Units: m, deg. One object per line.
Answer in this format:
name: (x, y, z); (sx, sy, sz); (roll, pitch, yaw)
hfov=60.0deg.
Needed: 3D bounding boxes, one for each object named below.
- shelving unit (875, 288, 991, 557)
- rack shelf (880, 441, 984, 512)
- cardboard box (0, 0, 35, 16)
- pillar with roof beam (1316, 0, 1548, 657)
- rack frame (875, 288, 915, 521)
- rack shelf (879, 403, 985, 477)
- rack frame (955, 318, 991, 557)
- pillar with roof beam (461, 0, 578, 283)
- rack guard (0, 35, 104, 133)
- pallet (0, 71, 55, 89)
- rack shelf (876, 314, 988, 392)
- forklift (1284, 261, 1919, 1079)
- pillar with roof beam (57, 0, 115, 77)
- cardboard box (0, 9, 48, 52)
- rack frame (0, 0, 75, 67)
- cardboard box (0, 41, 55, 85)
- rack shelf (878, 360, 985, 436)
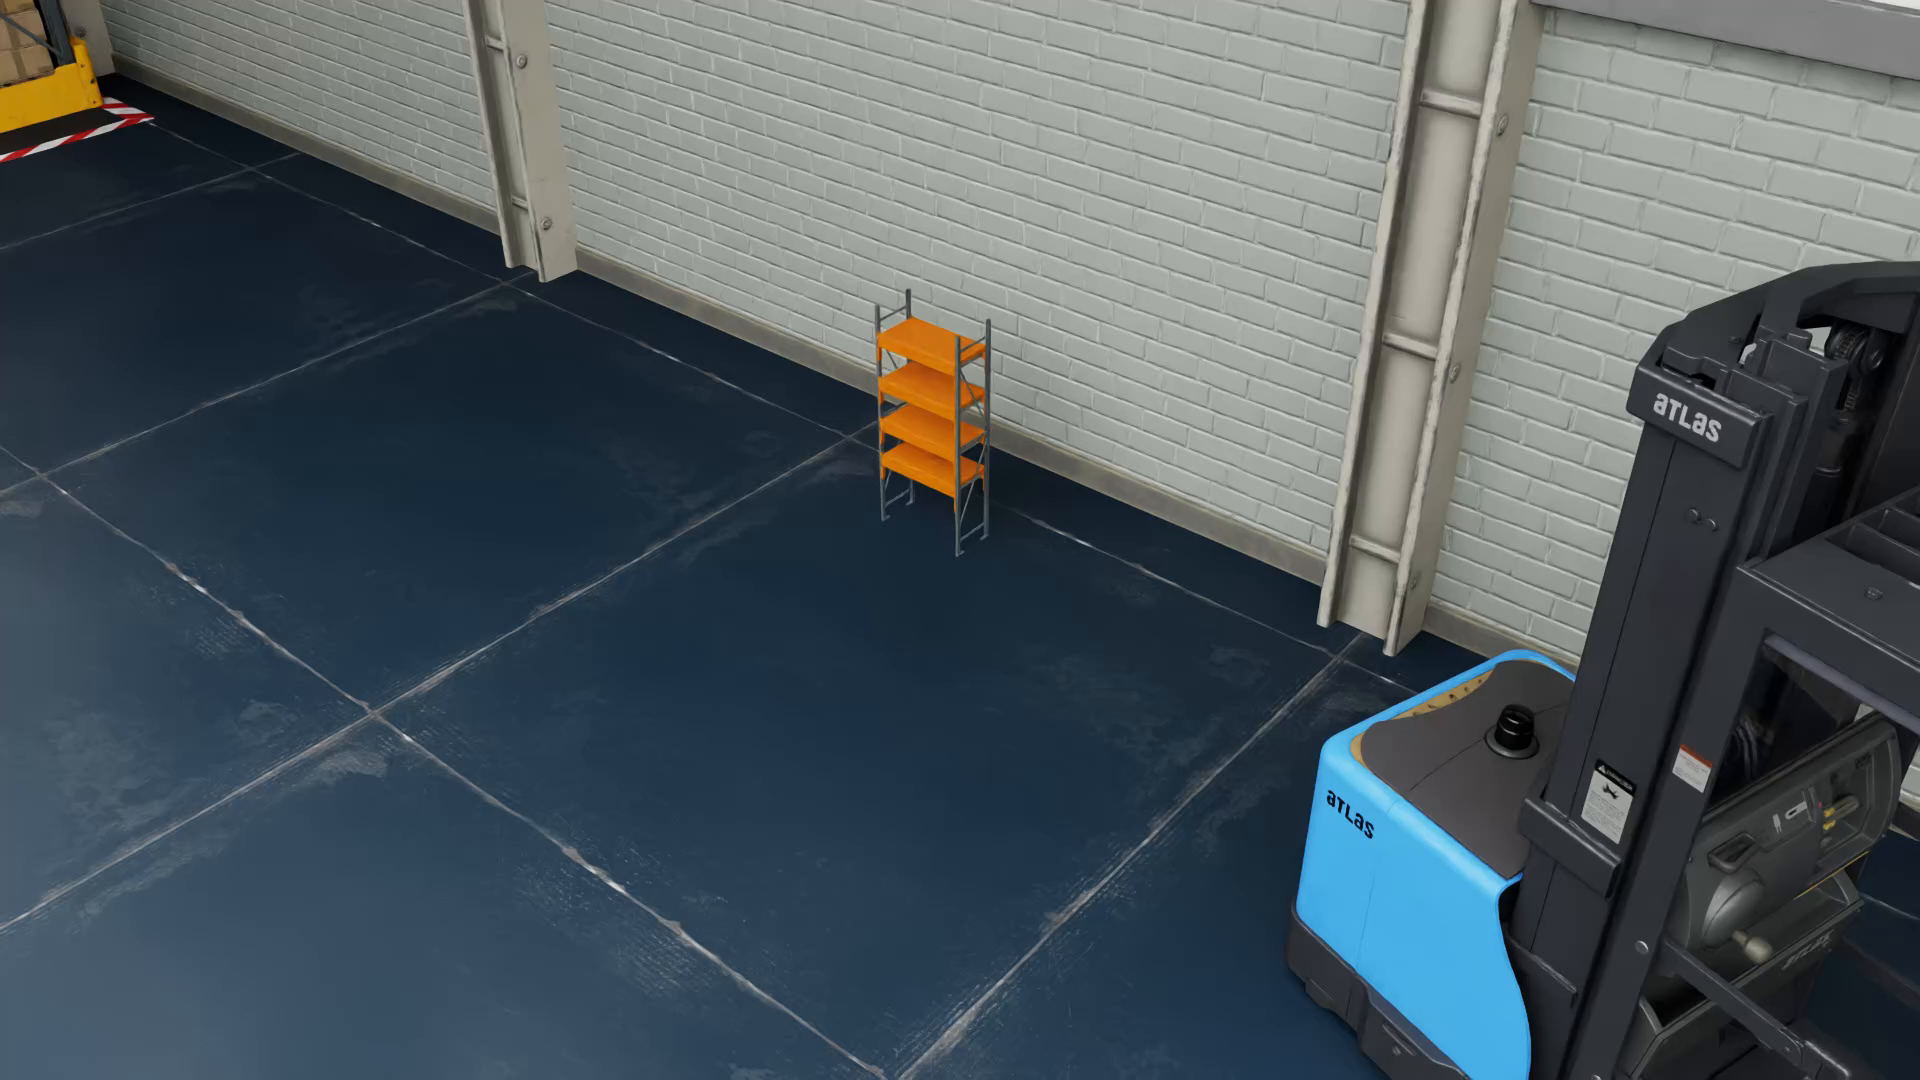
shelving unit: (-0.127, -0.555, 7.998); (0.503, 1.200, 0.258); (25, 42, 32)
rack shelf: (-0.127, -0.335, 8.148); (0.480, 0.148, 0.258); (25, 42, 32)
cardboard box: (-7.616, -4.257, 12.973); (0.500, 0.250, 0.500); (25, 41, 31)
pillar with roof beam: (-0.859, -1.446, 2.407); (0.400, 9.000, 9.100); (25, 42, 32)
rack frame: (-0.315, -0.643, 8.126); (0.015, 1.200, 0.240); (25, 42, 32)
rack shelf: (-0.127, -0.499, 8.036); (0.480, 0.148, 0.258); (25, 42, 32)
rack frame: (0.060, -0.466, 7.869); (0.015, 1.200, 0.240); (25, 42, 32)
pillar with roof beam: (-5.470, -3.619, 5.571); (0.400, 9.000, 9.100); (25, 42, 32)
rack guard: (-7.350, -3.509, 12.918); (0.348, 0.500, 1.175); (25, 42, 32)
pallet: (-7.983, -3.658, 13.390); (1.213, 0.211, 1.003); (25, 42, 32)
rack shelf: (-0.127, -0.878, 7.775); (0.480, 0.148, 0.258); (25, 42, 32)
forklift: (2.379, 0.885, 4.372); (1.130, 2.935, 3.031); (-20, 39, -26)
pillar with roof beam: (-10.081, -5.793, 8.736); (0.400, 9.000, 9.100); (25, 42, 32)
cardboard box: (-7.597, -4.055, 13.121); (0.500, 0.250, 0.500); (26, 42, 33)
rack frame: (-7.368, -4.548, 12.223); (0.127, 3.000, 1.000); (25, 42, 32)
cardboard box: (-7.620, -3.851, 13.266); (0.500, 0.250, 0.500); (25, 42, 32)
rack shelf: (-0.127, -0.683, 7.909); (0.480, 0.148, 0.258); (25, 42, 32)
